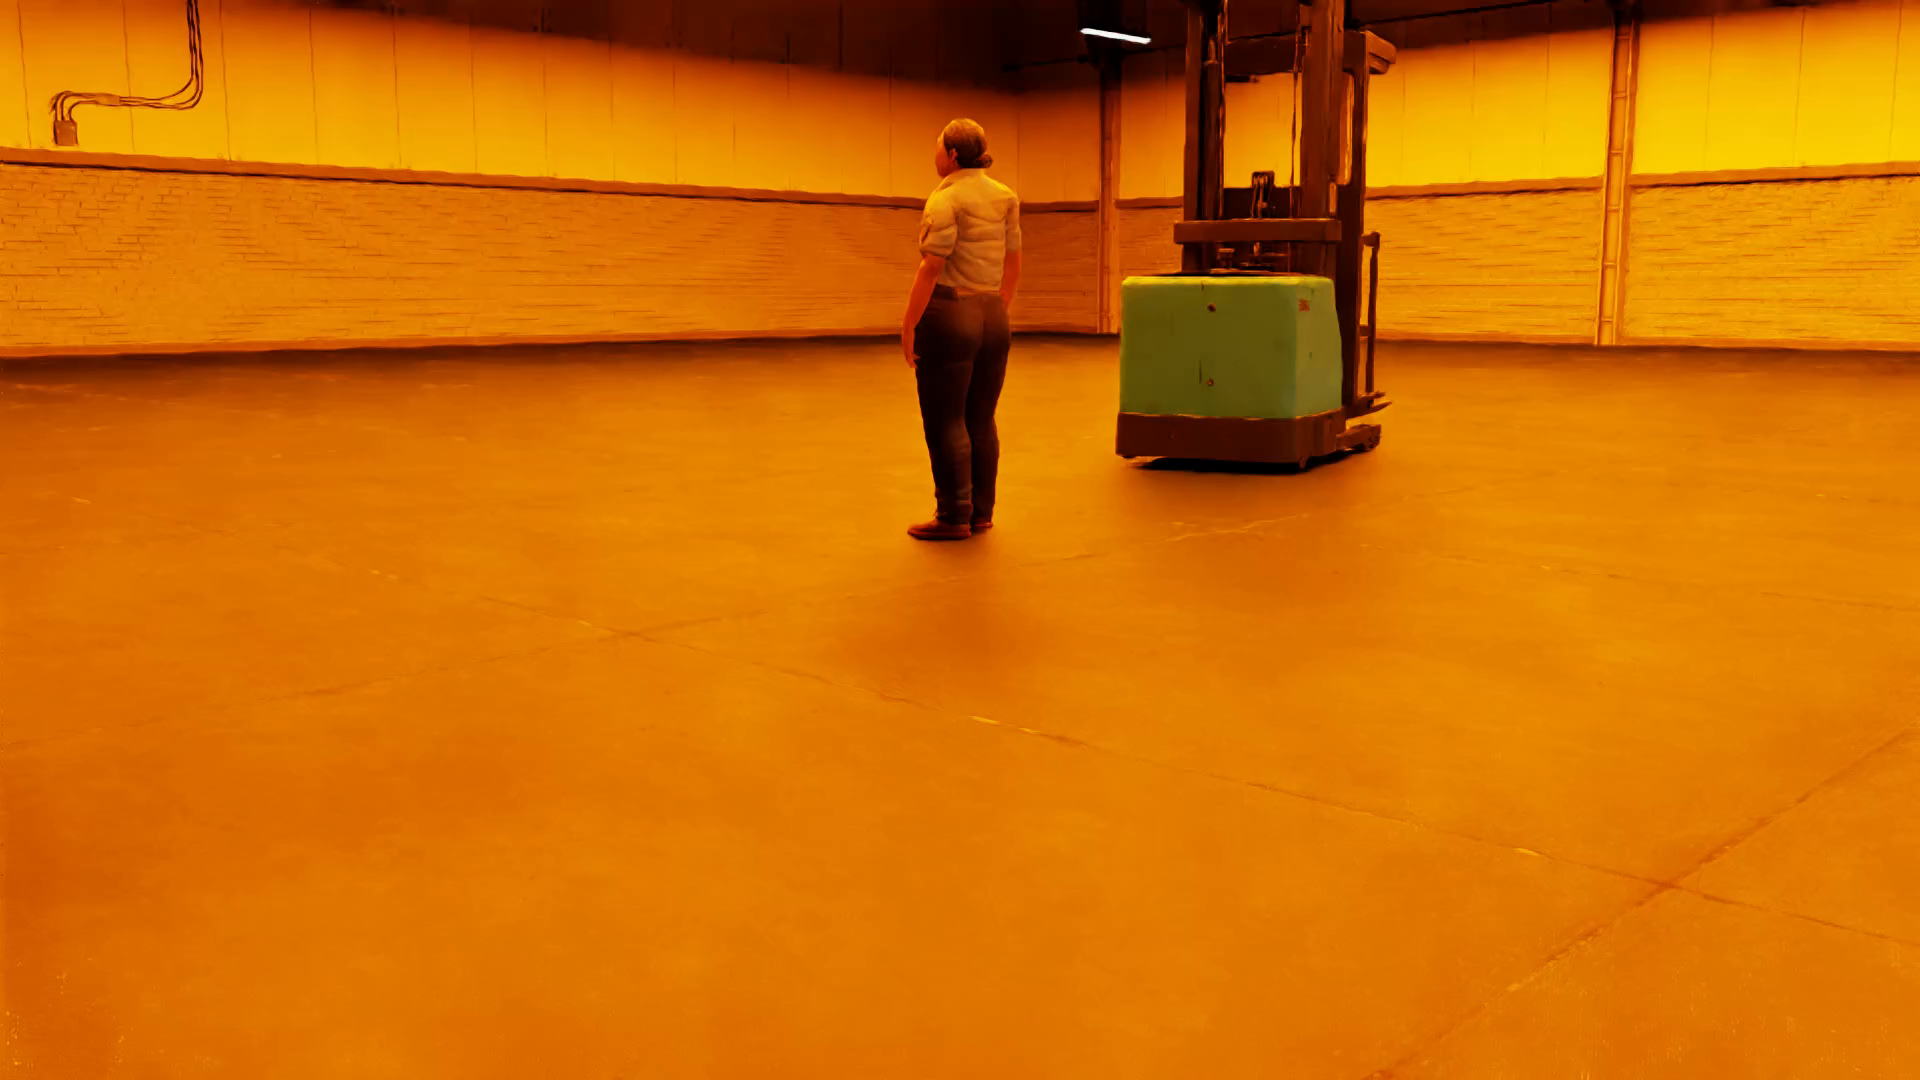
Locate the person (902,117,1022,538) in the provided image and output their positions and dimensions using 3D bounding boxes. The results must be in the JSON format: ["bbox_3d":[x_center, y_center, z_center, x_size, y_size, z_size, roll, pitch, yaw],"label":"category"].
[{"bbox_3d":[-0.049,-0.829,6.672,0.502,1.640,0.599,8,12,43],"label":"person"}]

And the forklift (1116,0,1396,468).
[{"bbox_3d":[2.026,-2.027,10.336,1.130,2.935,3.031,4,10,27],"label":"forklift"}]
